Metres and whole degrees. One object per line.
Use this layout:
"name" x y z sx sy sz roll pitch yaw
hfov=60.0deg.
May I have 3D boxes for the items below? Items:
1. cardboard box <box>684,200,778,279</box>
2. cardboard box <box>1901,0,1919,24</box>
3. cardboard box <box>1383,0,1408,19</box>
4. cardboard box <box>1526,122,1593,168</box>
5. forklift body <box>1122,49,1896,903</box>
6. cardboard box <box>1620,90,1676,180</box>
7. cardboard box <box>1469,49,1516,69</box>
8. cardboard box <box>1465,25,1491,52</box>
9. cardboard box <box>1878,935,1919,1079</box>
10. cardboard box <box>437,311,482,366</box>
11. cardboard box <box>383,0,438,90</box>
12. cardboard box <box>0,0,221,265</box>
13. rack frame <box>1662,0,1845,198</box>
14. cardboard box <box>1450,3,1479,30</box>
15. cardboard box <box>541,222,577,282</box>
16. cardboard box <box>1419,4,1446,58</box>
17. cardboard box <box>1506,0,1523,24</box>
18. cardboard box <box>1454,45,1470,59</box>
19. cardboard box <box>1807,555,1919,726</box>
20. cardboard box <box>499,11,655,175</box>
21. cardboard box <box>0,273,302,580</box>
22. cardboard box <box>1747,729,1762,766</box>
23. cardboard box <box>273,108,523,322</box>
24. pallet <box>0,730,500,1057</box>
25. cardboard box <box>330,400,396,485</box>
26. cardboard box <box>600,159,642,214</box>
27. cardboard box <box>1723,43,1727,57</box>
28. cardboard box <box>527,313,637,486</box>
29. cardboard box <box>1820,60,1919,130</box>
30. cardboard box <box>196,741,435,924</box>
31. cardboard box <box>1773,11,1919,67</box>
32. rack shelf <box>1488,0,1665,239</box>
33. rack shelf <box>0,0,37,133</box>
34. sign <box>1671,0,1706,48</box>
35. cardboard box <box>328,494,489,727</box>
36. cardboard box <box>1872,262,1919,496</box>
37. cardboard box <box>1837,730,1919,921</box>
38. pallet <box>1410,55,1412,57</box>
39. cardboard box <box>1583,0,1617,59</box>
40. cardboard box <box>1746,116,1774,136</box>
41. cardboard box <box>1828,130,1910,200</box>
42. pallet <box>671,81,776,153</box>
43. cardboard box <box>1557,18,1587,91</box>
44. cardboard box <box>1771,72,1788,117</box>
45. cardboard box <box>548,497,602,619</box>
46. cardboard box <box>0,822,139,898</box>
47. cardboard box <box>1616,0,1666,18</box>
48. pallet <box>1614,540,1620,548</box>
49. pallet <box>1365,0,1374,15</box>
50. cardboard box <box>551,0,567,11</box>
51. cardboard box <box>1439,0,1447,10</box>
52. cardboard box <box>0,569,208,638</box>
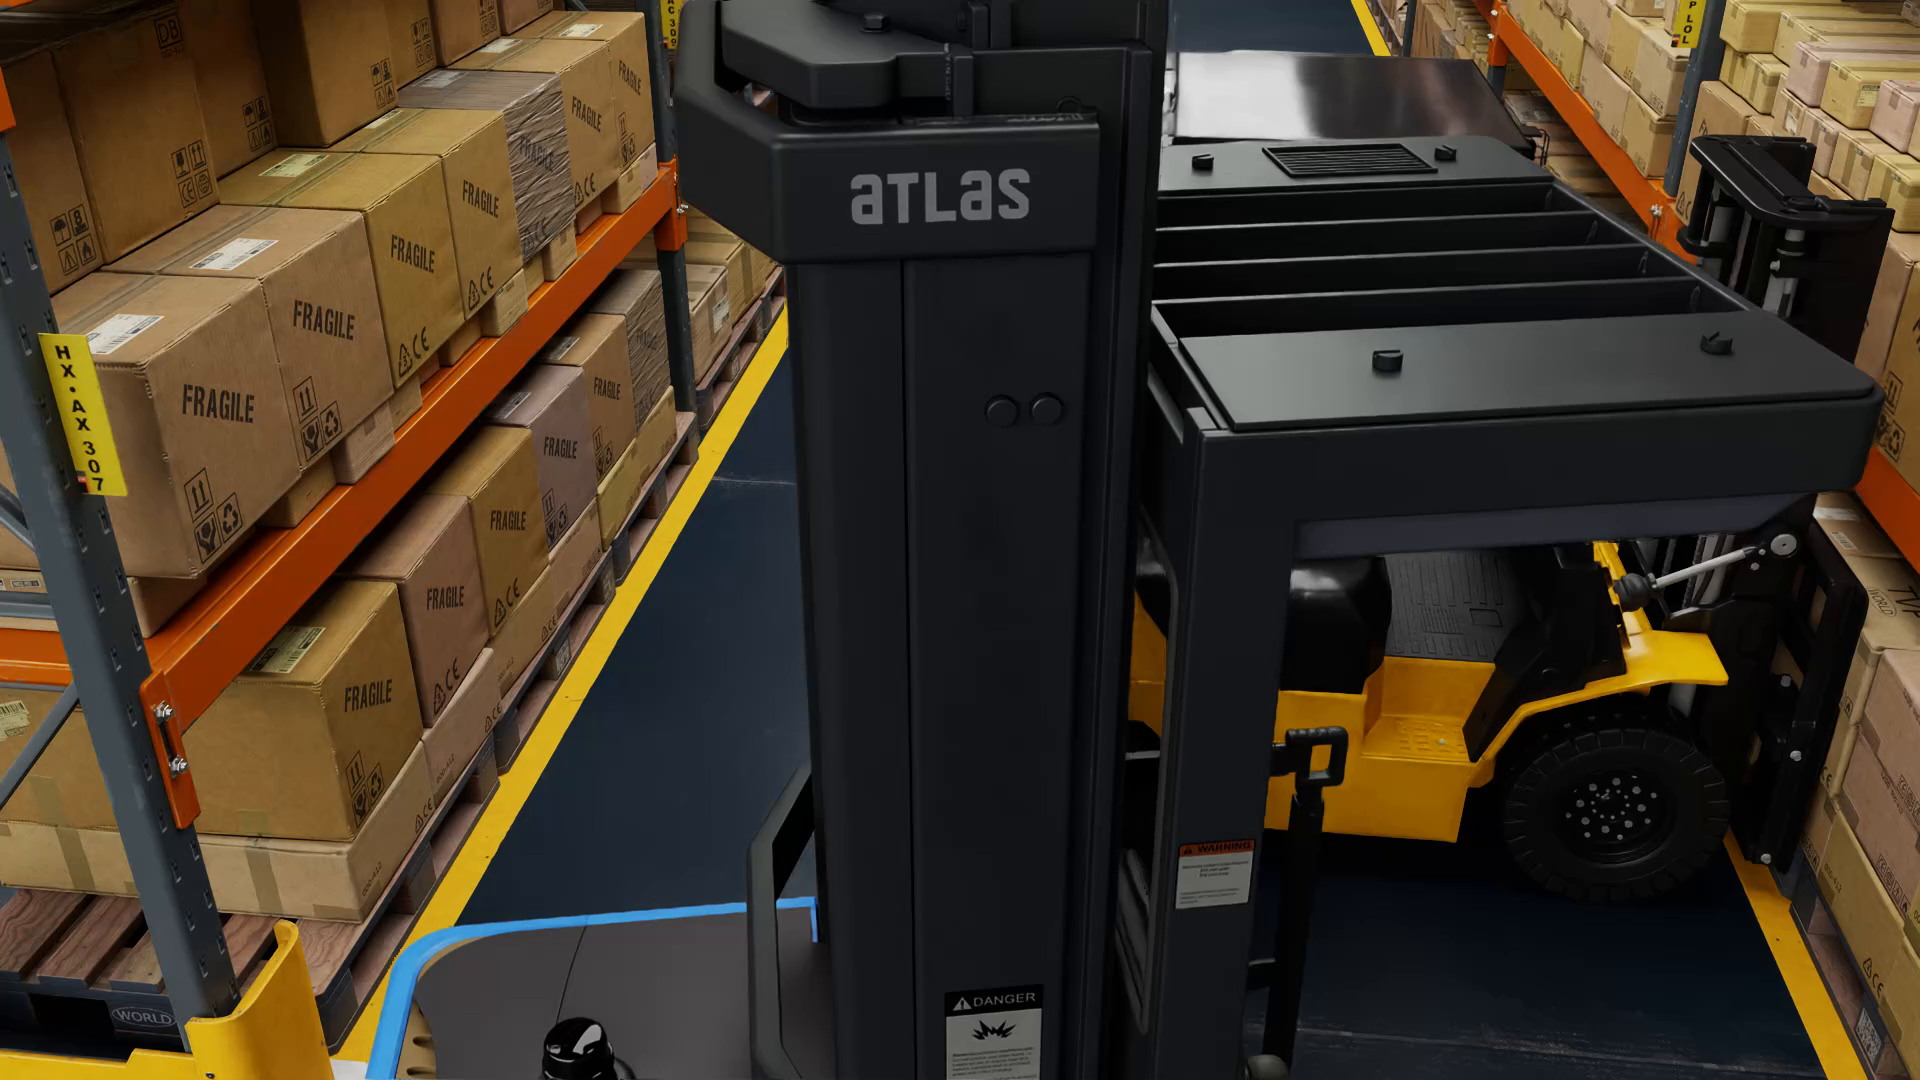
"cardboard box" -1.456 -1.705 9.079 0.950 0.372 0.625 4 29 8
"cardboard box" 3.502 -1.770 5.769 0.380 0.149 0.250 3 29 6
"cardboard box" 4.272 -5.039 15.133 0.700 0.500 0.500 2 28 4
"cardboard box" 3.569 -1.898 9.172 0.875 0.625 0.625 4 29 8
"forklift body" 1.173 -0.219 4.889 2.313 2.155 1.214 3 28 6
"cardboard box" 3.043 -1.663 6.833 0.500 0.250 0.500 4 29 7
"cardboard box" 3.543 -3.107 10.864 0.380 0.149 0.250 2 28 4
"cardboard box" 3.726 -3.468 11.533 0.380 0.149 0.250 3 28 5
"cardboard box" 2.495 1.192 3.831 0.500 0.250 0.500 4 29 7
"cardboard box" -1.689 -0.649 5.056 0.380 0.149 0.250 3 28 5
"cardboard box" -2.128 -1.710 5.289 0.700 0.500 0.500 3 28 5
"cardboard box" -2.260 -0.987 3.946 0.700 0.500 0.500 4 29 7
"rack frame" 3.241 -1.477 6.329 1.000 3.000 0.127 3 28 6
"cardboard box" 3.815 -3.841 12.226 0.380 0.149 0.250 4 29 8
"cardboard box" -1.544 -1.006 5.719 0.380 0.149 0.250 3 28 5
"cardboard box" 3.883 -3.861 12.947 0.500 0.500 0.500 3 28 6
"cardboard box" 3.434 -3.099 9.498 0.500 0.250 0.500 3 29 6
"cardboard box" 3.703 -3.137 11.603 0.500 0.500 0.500 5 29 8
"cardboard box" 2.606 0.278 4.474 0.500 0.250 0.500 4 29 7
"cardboard box" -1.493 -1.715 6.352 0.500 0.500 0.500 3 28 5
"cardboard box" -1.843 -0.263 3.656 0.500 0.500 0.500 3 28 5
"cardboard box" 2.677 0.478 5.157 0.500 0.250 0.500 4 29 8
"cardboard box" -1.667 -0.986 4.999 0.500 0.500 0.500 3 28 5
"pallet" -2.032 0.931 4.800 1.003 0.211 1.213 3 28 6
"cardboard box" -1.722 -0.275 4.362 0.380 0.149 0.250 4 29 7
"cardboard box" -1.446 -1.366 6.388 0.380 0.149 0.250 4 29 7
"cardboard box" 3.062 -1.980 6.474 0.380 0.149 0.250 4 29 8
"cardboard box" -1.552 -0.534 6.245 0.500 0.500 0.500 4 29 7
"cardboard box" 2.804 -1.317 4.929 0.380 0.149 0.250 3 28 5
"cardboard box" -1.803 0.781 4.593 0.500 0.250 0.500 3 28 6
"cardboard box" 2.983 -1.675 5.594 0.380 0.149 0.250 4 29 7
"rack shelf" 3.486 -2.102 8.247 1.077 0.370 4.000 3 28 6
"rack shelf" -1.931 -1.826 4.573 1.077 0.370 4.000 3 28 6
"sign" 2.701 -1.979 6.123 0.100 0.325 0.005 3 28 6
"cardboard box" -1.740 0.194 4.894 0.500 0.500 0.500 2 28 4
"cardboard box" 2.686 -0.370 4.168 0.500 0.500 0.500 3 28 5
"cardboard box" 2.572 0.729 4.164 0.500 0.250 0.500 3 28 6
"pallet" 4.159 -3.630 13.265 1.003 0.211 1.213 3 28 6
"cardboard box" 3.172 -2.360 7.599 0.500 0.250 0.500 4 29 7
"cardboard box" 2.880 -1.081 5.489 0.500 0.500 0.500 4 29 7
"cardboard box" 2.755 -1.071 4.786 0.380 0.149 0.250 2 28 5
"pallet" -1.448 -2.030 7.559 1.003 0.211 1.213 3 28 6
"cardboard box" 3.246 -2.376 8.155 0.500 0.250 0.500 4 29 8
"cardboard box" 2.906 -1.425 5.444 0.380 0.149 0.250 3 28 6
"cardboard box" -1.614 0.046 5.958 0.500 0.250 0.500 4 29 7
"cardboard box" -2.341 0.737 4.675 0.500 0.250 0.500 3 28 6
"cardboard box" 3.059 -2.346 7.153 0.380 0.149 0.250 2 28 5
"pallet" 3.102 0.123 6.300 1.003 0.211 1.213 3 28 6
"pallet" 4.605 -5.487 16.712 1.003 0.211 1.213 3 28 6
"cardboard box" -1.857 -2.354 7.095 0.500 0.500 0.500 3 28 5
"cardboard box" 3.936 -4.203 12.897 0.380 0.149 0.250 2 28 4
"cardboard box" -1.929 0.082 3.700 0.380 0.149 0.250 3 29 6
